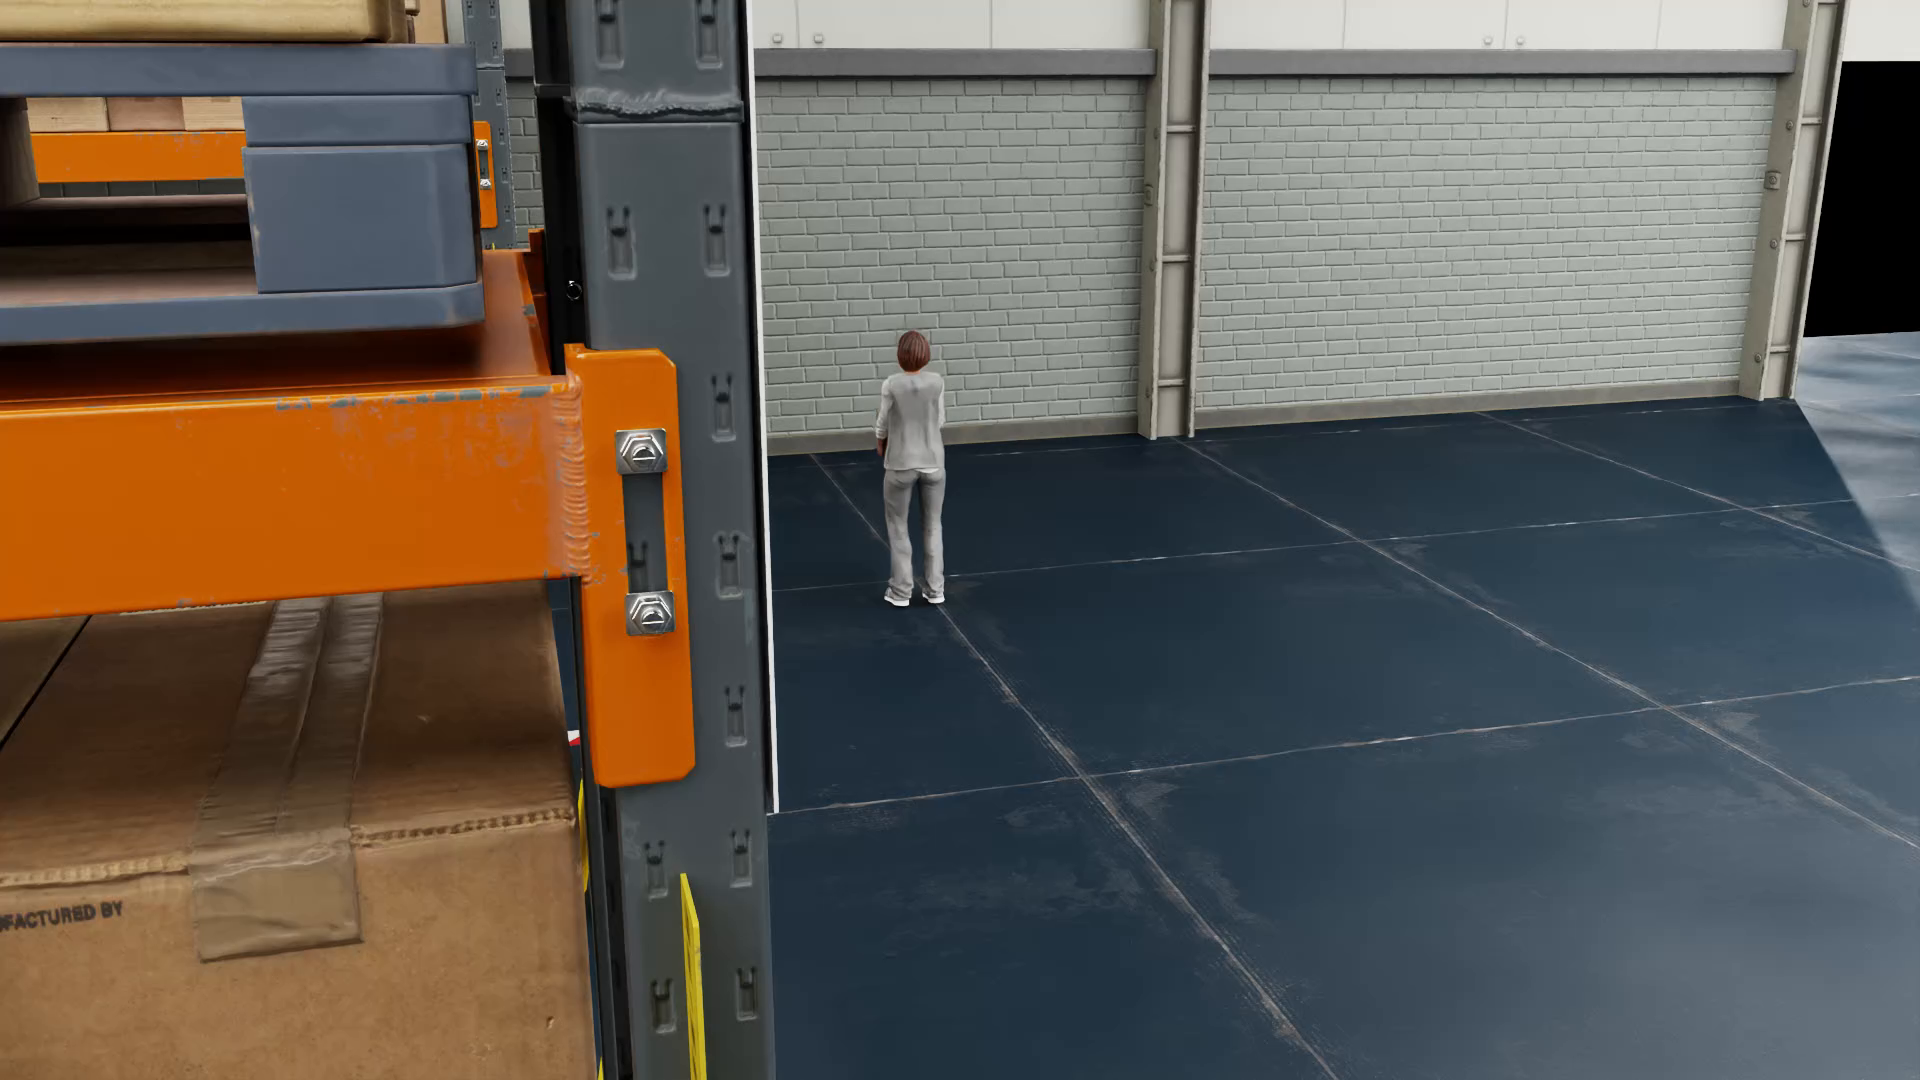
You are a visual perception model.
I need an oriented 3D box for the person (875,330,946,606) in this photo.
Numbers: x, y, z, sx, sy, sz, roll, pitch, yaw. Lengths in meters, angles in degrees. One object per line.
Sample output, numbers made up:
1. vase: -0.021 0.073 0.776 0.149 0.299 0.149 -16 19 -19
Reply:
1. person: -0.283 -0.424 9.515 0.401 1.596 0.495 -4 17 -15
